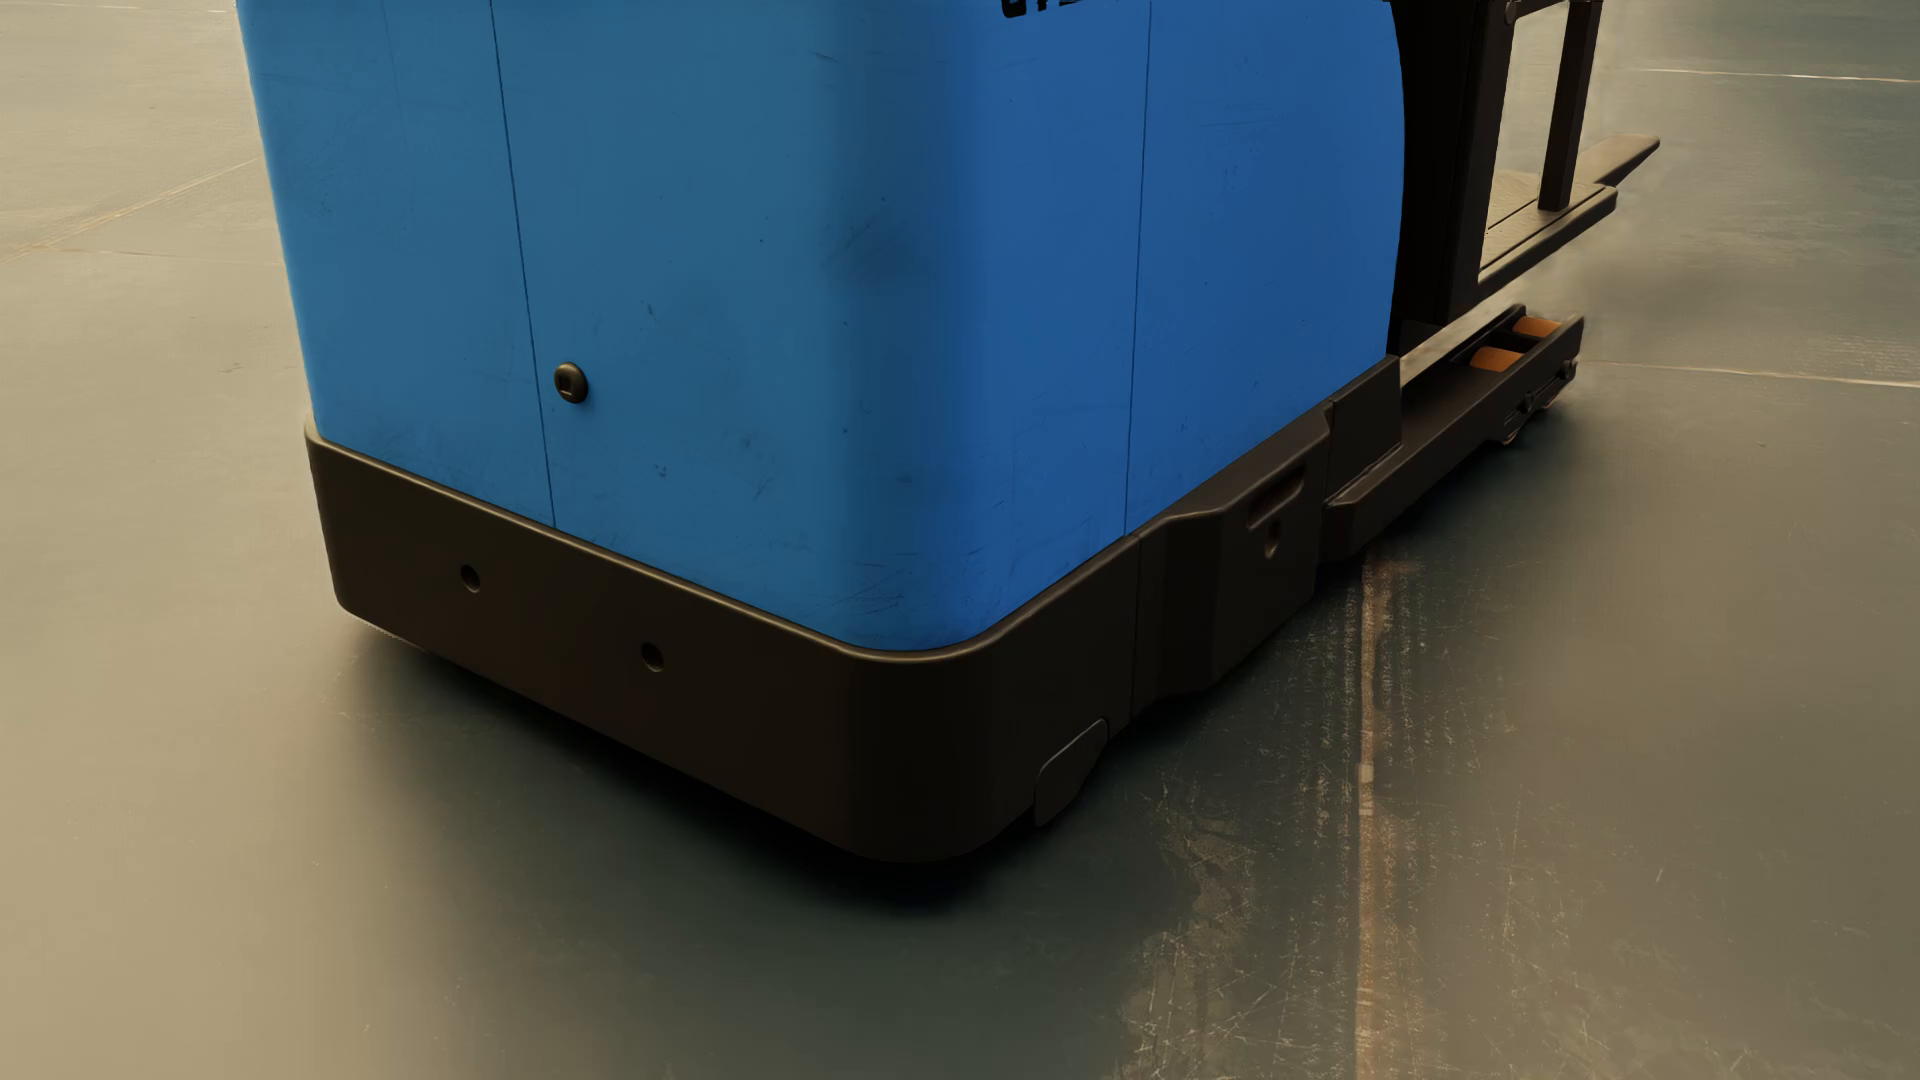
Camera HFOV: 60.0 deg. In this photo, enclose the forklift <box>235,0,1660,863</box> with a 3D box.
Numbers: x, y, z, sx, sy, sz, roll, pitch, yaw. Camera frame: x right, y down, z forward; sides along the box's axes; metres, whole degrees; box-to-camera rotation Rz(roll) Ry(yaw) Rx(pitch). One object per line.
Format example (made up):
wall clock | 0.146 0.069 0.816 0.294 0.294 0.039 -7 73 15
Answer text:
forklift | 12.963 -0.592 0.420 23.875 2.935 14.365 18 32 32
